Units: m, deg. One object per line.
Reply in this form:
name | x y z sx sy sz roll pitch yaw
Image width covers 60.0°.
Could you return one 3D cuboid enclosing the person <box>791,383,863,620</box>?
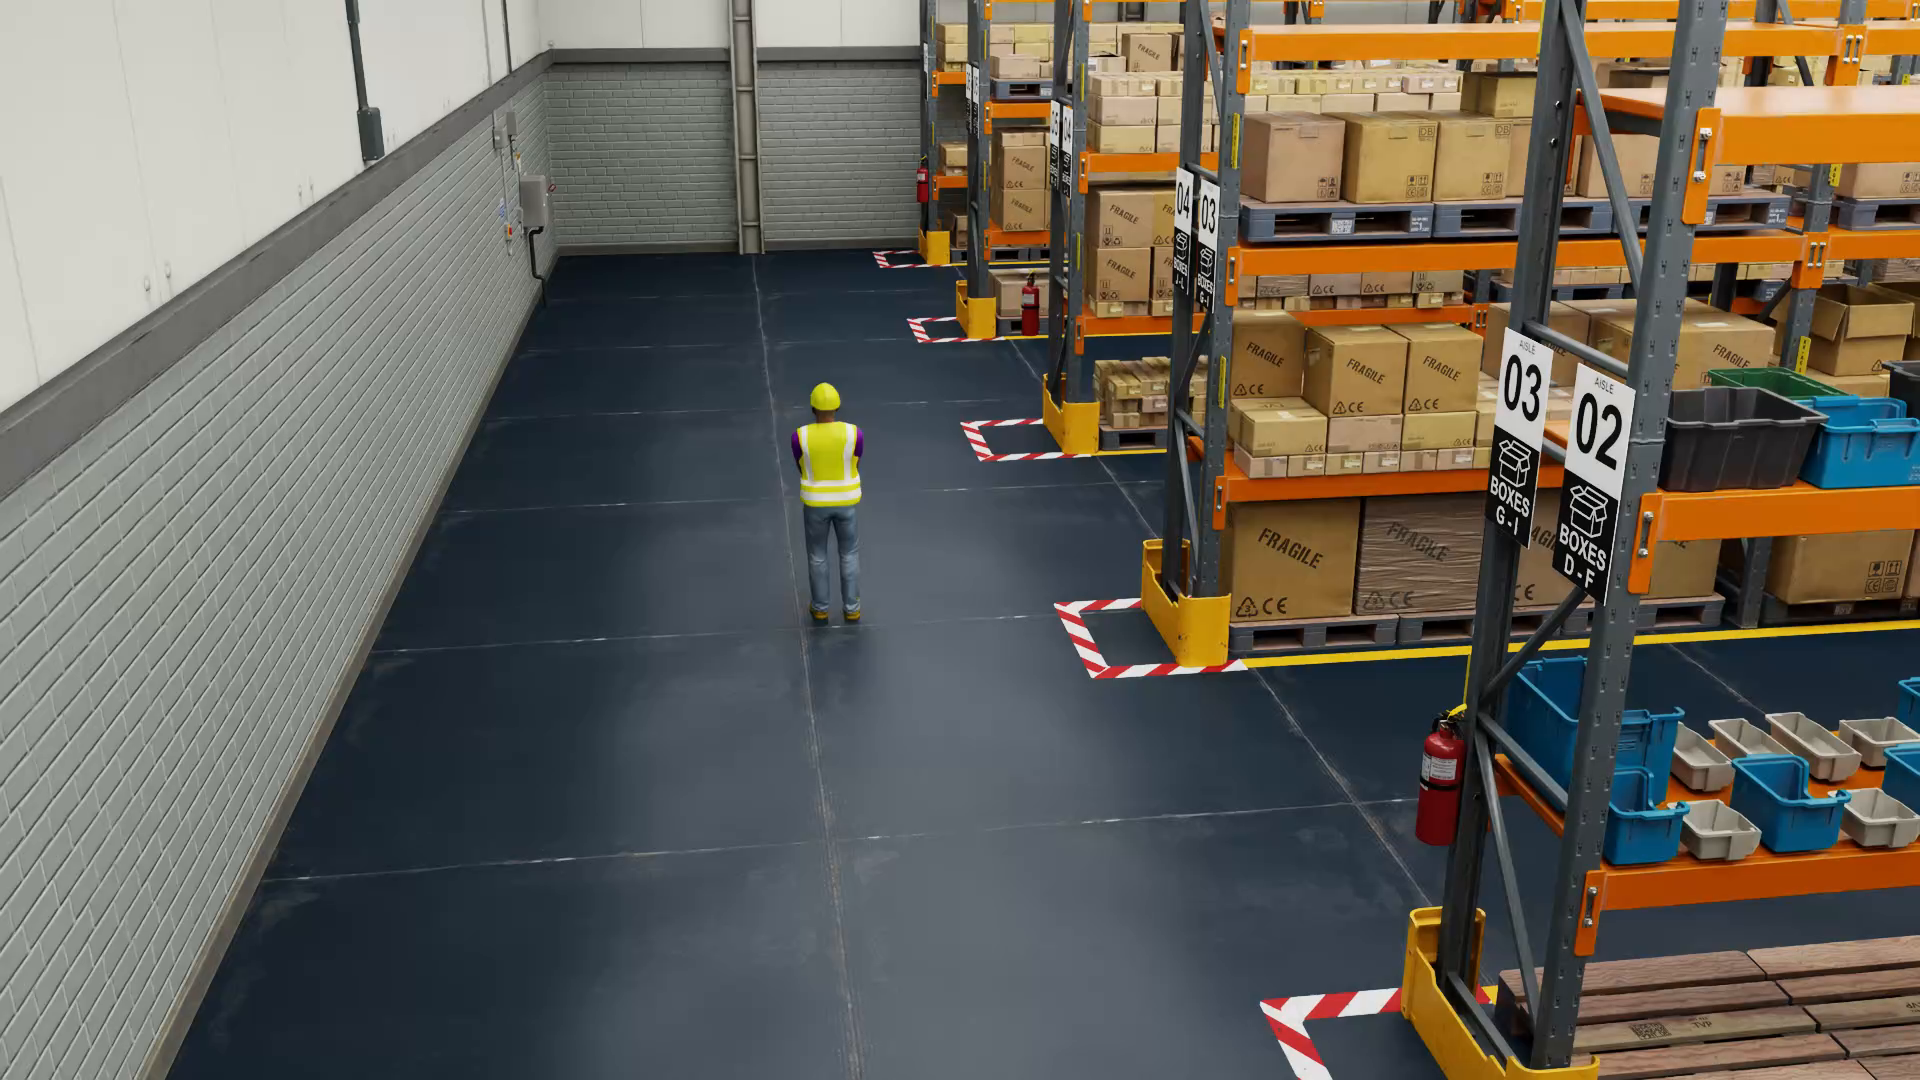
person | -0.942 -0.301 11.883 0.503 1.758 0.577 -3 20 -7
